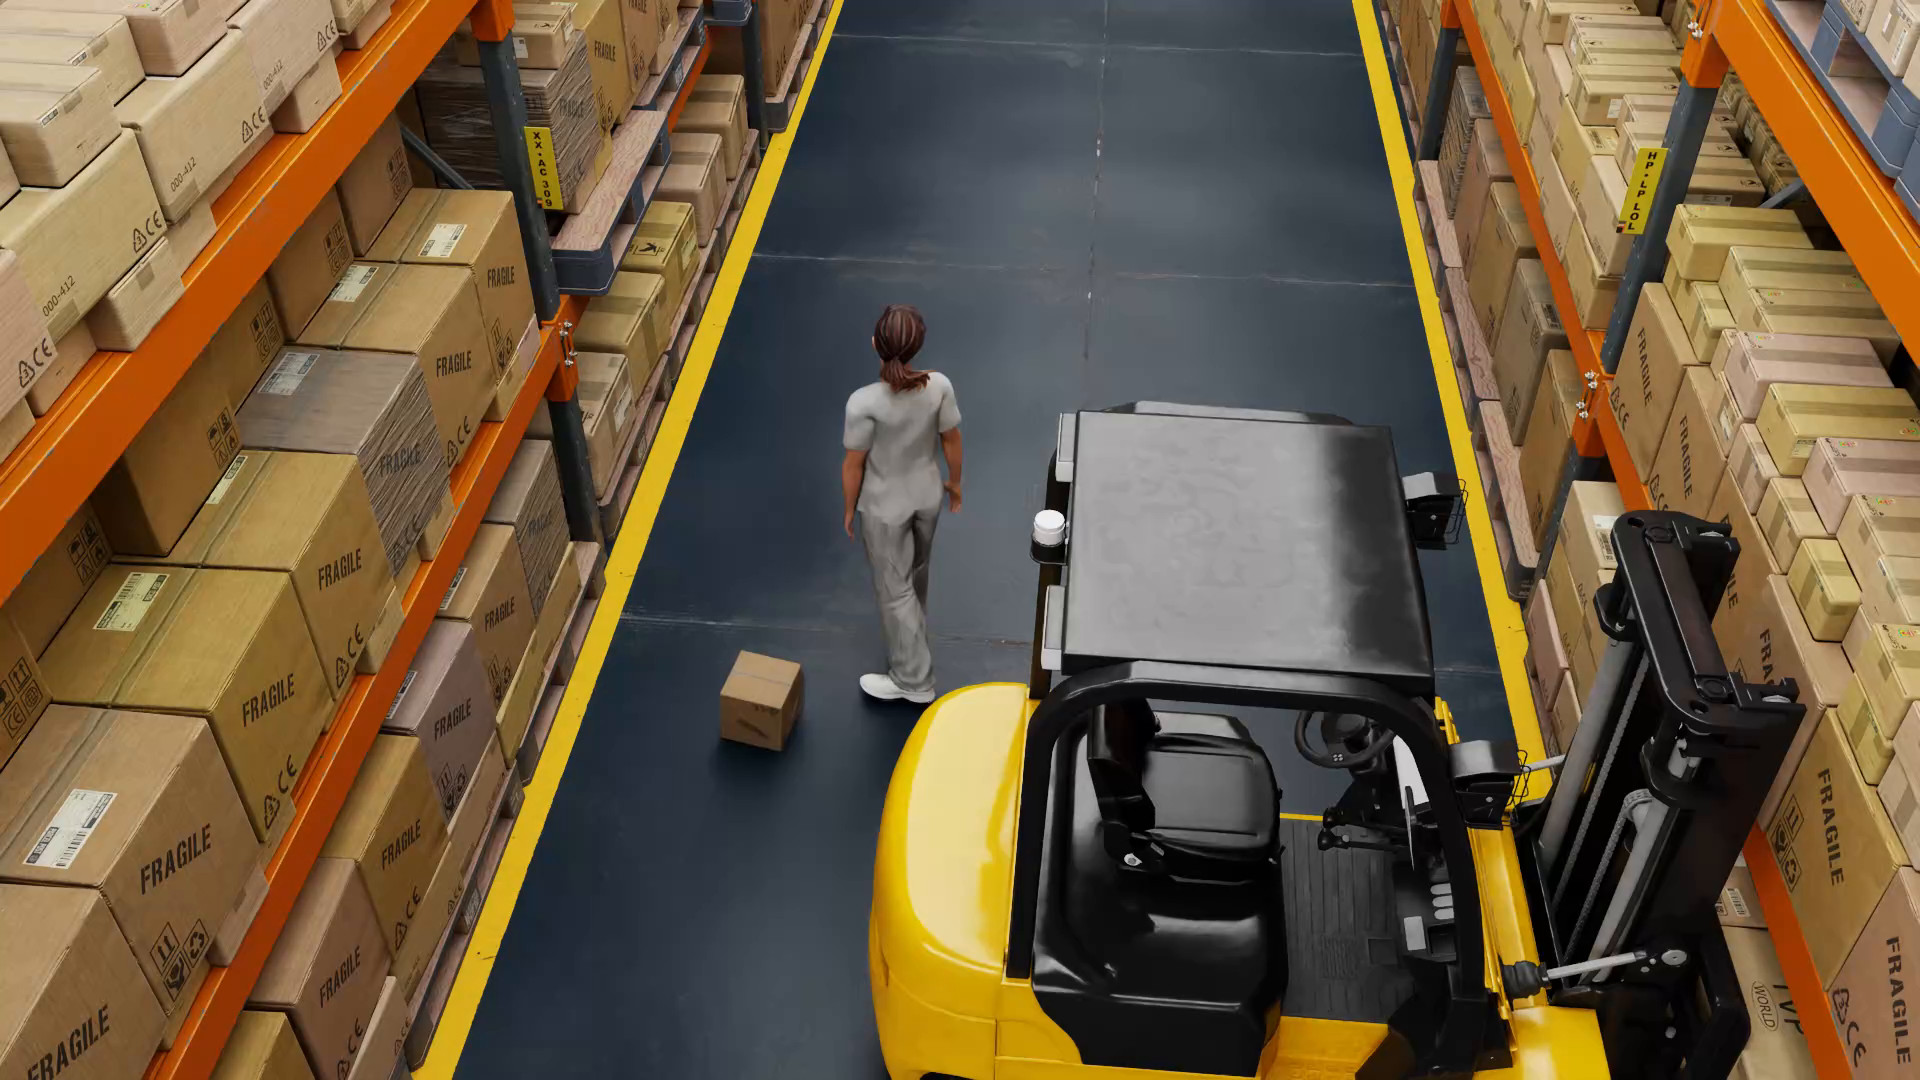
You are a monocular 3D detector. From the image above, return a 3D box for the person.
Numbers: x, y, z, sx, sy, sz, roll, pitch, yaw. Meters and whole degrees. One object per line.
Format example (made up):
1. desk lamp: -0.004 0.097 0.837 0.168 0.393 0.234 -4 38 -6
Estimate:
1. person: -0.227 -0.147 6.334 0.511 1.667 0.619 -21 45 -23
